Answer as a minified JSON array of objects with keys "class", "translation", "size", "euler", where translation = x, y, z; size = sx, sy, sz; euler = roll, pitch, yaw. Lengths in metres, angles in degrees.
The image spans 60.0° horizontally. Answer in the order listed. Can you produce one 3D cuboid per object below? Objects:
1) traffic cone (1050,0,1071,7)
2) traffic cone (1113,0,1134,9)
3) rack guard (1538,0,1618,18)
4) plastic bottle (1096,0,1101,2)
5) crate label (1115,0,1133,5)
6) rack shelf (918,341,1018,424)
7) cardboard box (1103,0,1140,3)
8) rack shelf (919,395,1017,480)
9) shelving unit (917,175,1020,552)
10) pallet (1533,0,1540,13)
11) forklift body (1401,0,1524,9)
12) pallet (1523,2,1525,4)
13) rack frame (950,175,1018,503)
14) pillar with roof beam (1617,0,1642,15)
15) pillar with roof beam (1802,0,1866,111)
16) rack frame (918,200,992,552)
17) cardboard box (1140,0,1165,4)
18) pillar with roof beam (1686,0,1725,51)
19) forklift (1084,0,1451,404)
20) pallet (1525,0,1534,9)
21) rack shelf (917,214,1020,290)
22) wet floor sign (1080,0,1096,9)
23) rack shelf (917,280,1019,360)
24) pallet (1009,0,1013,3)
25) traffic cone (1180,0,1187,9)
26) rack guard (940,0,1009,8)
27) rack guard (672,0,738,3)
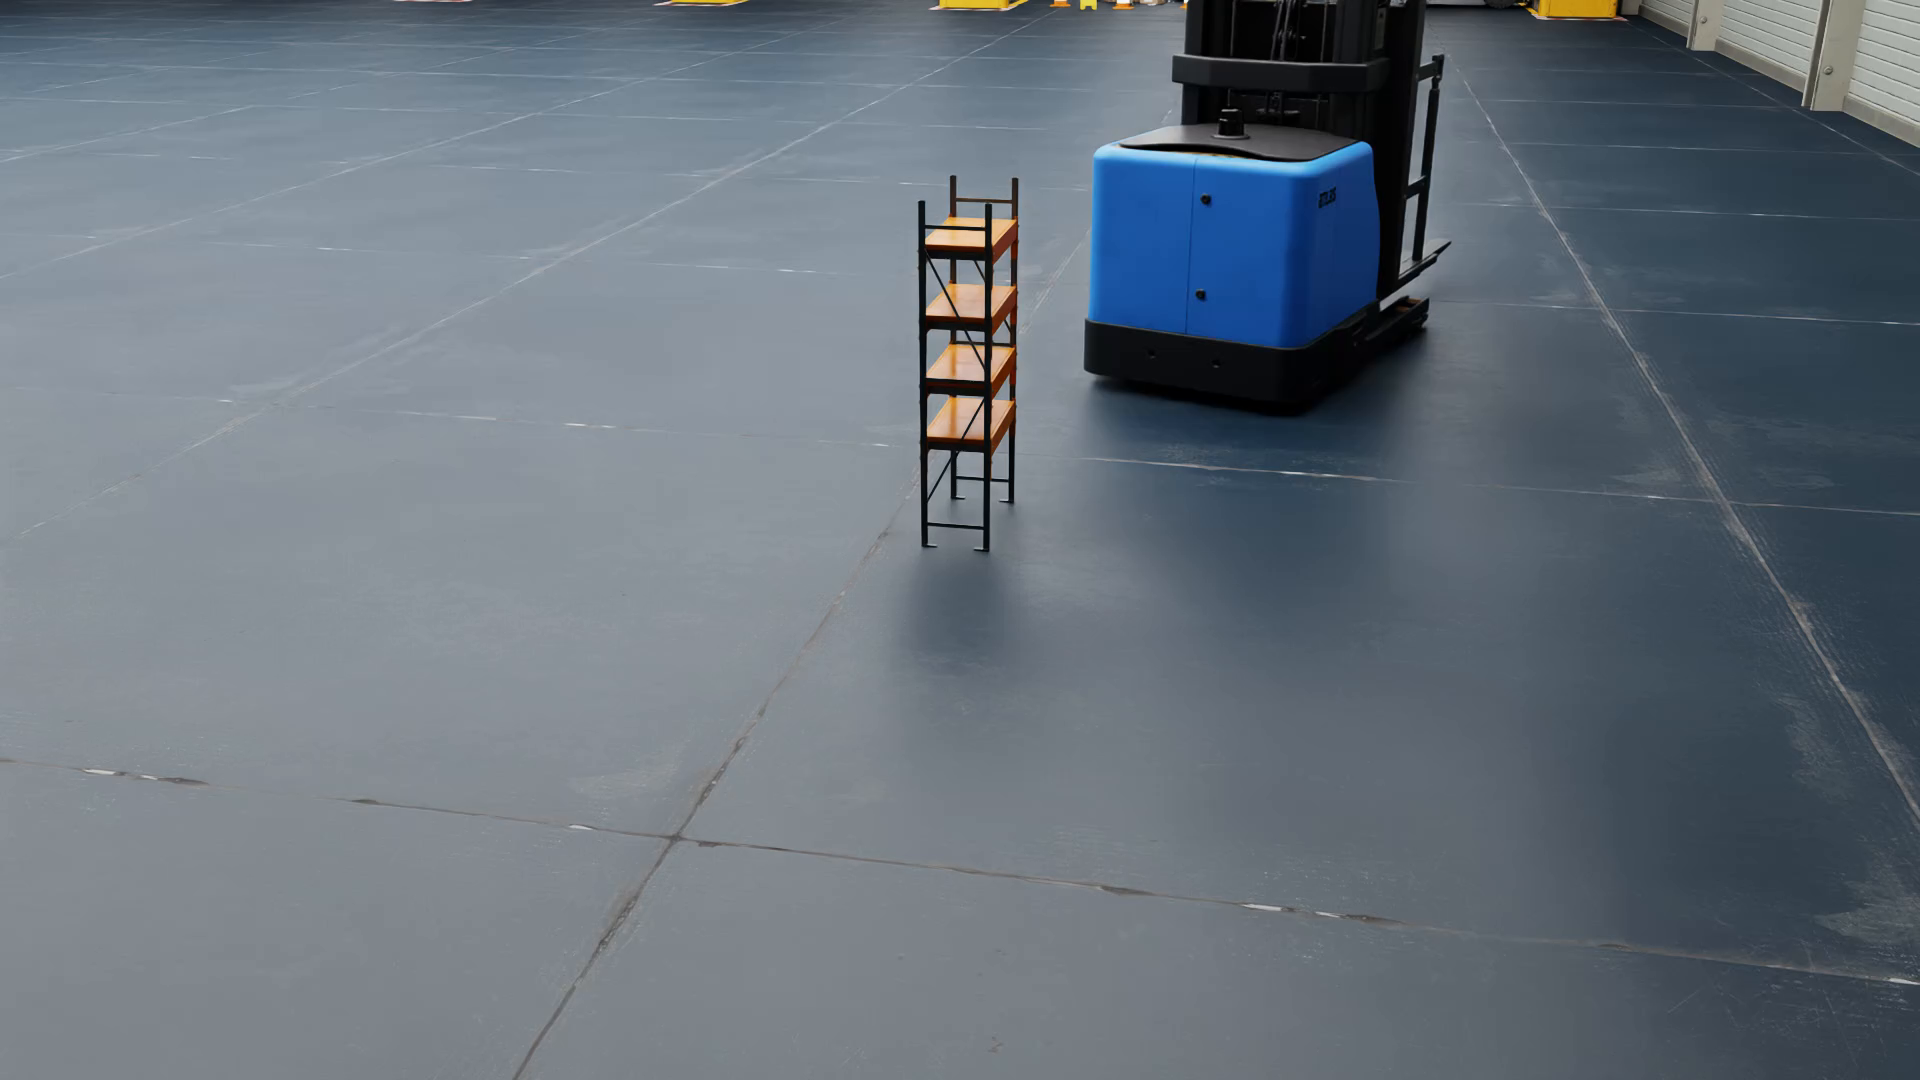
[{"class":"traffic cone","translation":[1.748,-9.499,28.819],"size":[0.336,0.463,0.334],"euler":[4,22,11]},{"class":"traffic cone","translation":[2.785,-9.288,28.296],"size":[0.336,0.463,0.334],"euler":[4,22,11]},{"class":"rack guard","translation":[9.971,-8.704,26.796],"size":[1.175,0.500,0.348],"euler":[4,22,11]},{"class":"plastic bottle","translation":[2.446,-9.755,29.994],"size":[0.133,0.061,0.283],"euler":[-3,22,-8]},{"class":"crate label","translation":[2.885,-9.429,29.083],"size":[0.250,0.136,0.298],"euler":[-7,23,-17]},{"class":"rack shelf","translation":[0.034,-0.555,5.805],"size":[0.258,0.148,0.480],"euler":[4,22,11]},{"class":"cardboard box","translation":[2.996,-9.926,29.827],"size":[0.797,0.503,0.637],"euler":[-11,25,-26]},{"class":"rack shelf","translation":[0.034,-0.371,5.879],"size":[0.258,0.148,0.480],"euler":[4,22,11]},{"class":"shelving unit","translation":[0.034,-0.617,5.780],"size":[0.258,1.200,0.503],"euler":[4,22,11]},{"class":"pallet","translation":[10.091,-8.861,27.574],"size":[1.003,0.211,1.213],"euler":[4,22,11]},{"class":"forklift body","translation":[8.577,-10.311,28.576],"size":[2.313,2.155,1.214],"euler":[4,22,11]},{"class":"pallet","translation":[10.589,-9.754,29.789],"size":[1.003,0.211,1.213],"euler":[4,22,11]},{"class":"rack frame","translation":[0.084,-0.706,6.001],"size":[0.240,1.200,0.015],"euler":[4,22,11]},{"class":"pillar with roof beam","translation":[6.786,-13.169,26.506],"size":[9.100,9.000,0.400],"euler":[4,22,11]},{"class":"pillar with roof beam","translation":[4.338,-8.780,15.609],"size":[9.100,9.000,0.400],"euler":[4,22,11]},{"class":"rack frame","translation":[-0.016,-0.528,5.558],"size":[0.240,1.200,0.015],"euler":[4,22,11]},{"class":"cardboard box","translation":[3.406,-9.560,29.391],"size":[0.380,0.149,0.250],"euler":[18,28,38]},{"class":"pillar with roof beam","translation":[5.562,-10.975,21.058],"size":[9.100,9.000,0.400],"euler":[4,22,11]},{"class":"forklift","translation":[1.749,-2.448,8.007],"size":[1.130,2.935,3.031],"euler":[12,25,28]},{"class":"pallet","translation":[10.342,-9.306,28.678],"size":[1.003,0.211,1.213],"euler":[4,22,11]},{"class":"rack shelf","translation":[0.034,-0.982,5.633],"size":[0.258,0.148,0.480],"euler":[4,22,11]},{"class":"wet floor sign","translation":[2.182,-9.336,28.170],"size":[0.267,0.644,0.232],"euler":[1,22,2]},{"class":"rack shelf","translation":[0.034,-0.762,5.721],"size":[0.258,0.148,0.480],"euler":[4,22,11]},{"class":"pallet","translation":[0.336,-9.594,29.394],"size":[1.003,0.211,1.213],"euler":[4,22,11]},{"class":"traffic cone","translation":[3.941,-9.328,28.395],"size":[0.336,0.463,0.334],"euler":[4,22,11]},{"class":"rack guard","translation":[0.245,-9.421,28.577],"size":[1.175,0.500,0.348],"euler":[4,22,11]},{"class":"rack guard","translation":[-4.570,-9.873,29.698],"size":[1.175,0.500,0.348],"euler":[4,22,11]}]
